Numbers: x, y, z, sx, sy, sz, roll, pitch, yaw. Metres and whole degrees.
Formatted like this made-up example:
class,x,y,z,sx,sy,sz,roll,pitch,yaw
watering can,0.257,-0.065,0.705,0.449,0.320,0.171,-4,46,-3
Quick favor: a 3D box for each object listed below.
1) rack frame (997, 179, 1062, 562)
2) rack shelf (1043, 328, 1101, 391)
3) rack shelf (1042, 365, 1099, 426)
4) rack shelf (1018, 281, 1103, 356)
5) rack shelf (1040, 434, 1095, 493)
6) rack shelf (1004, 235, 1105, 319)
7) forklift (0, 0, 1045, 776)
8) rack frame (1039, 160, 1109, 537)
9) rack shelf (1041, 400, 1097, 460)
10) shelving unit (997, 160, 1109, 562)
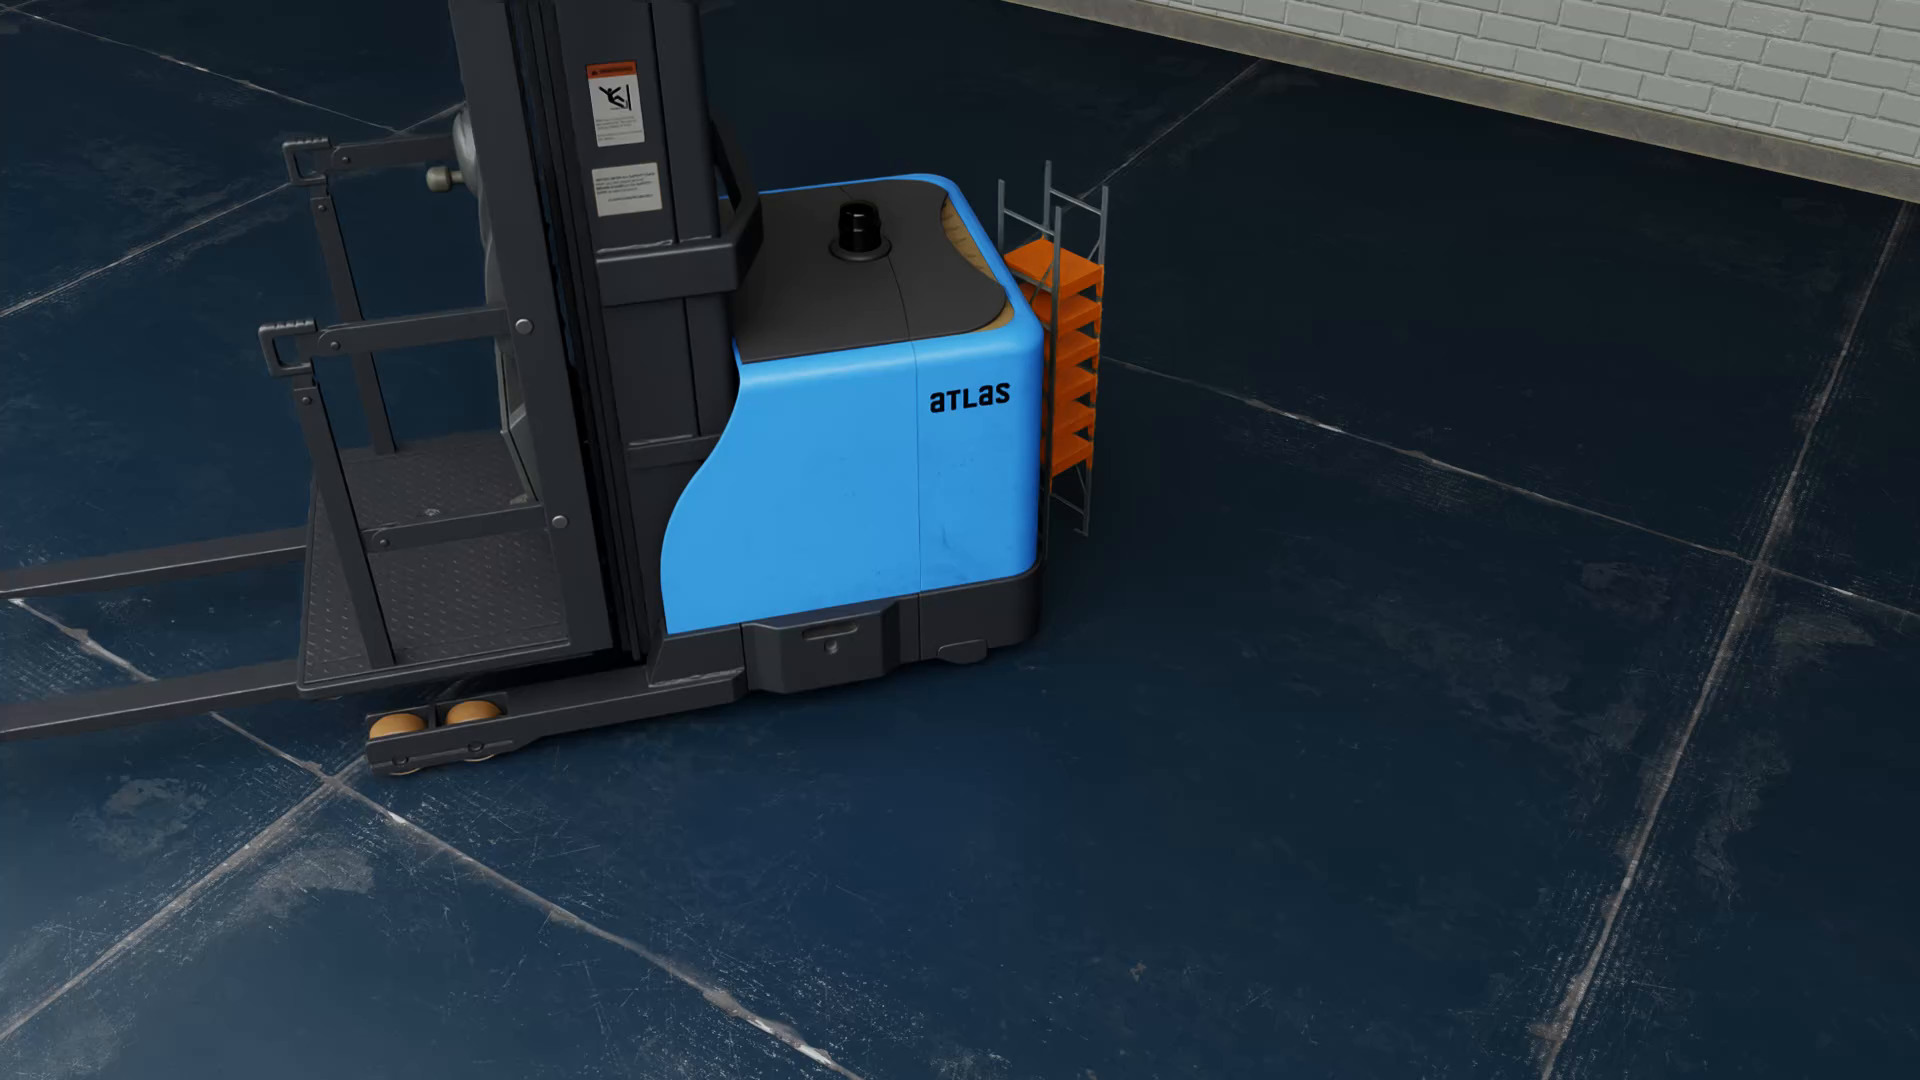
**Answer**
class,x,y,z,sx,sy,sz,roll,pitch,yaw
rack frame,0.188,-0.462,4.867,0.006,1.200,0.240,-30,47,-33
rack shelf,0.256,-0.560,4.870,0.180,0.103,0.258,-30,47,-33
rack shelf,0.255,-0.465,4.943,0.180,0.103,0.258,-30,47,-33
rack shelf,0.256,-0.655,4.796,0.180,0.103,0.258,-30,47,-33
rack shelf,0.255,-0.275,5.090,0.180,0.103,0.258,-30,47,-33
rack shelf,0.256,-0.750,4.723,0.180,0.103,0.258,-30,47,-33
forklift,-1.345,-0.893,4.007,3.031,2.935,1.130,-9,39,-12
rack frame,0.323,-0.538,4.965,0.006,1.200,0.240,-30,47,-33
rack shelf,0.255,-0.370,5.016,0.180,0.103,0.258,-30,47,-33
shelving unit,0.255,-0.500,4.916,0.189,1.200,0.258,-30,47,-33
